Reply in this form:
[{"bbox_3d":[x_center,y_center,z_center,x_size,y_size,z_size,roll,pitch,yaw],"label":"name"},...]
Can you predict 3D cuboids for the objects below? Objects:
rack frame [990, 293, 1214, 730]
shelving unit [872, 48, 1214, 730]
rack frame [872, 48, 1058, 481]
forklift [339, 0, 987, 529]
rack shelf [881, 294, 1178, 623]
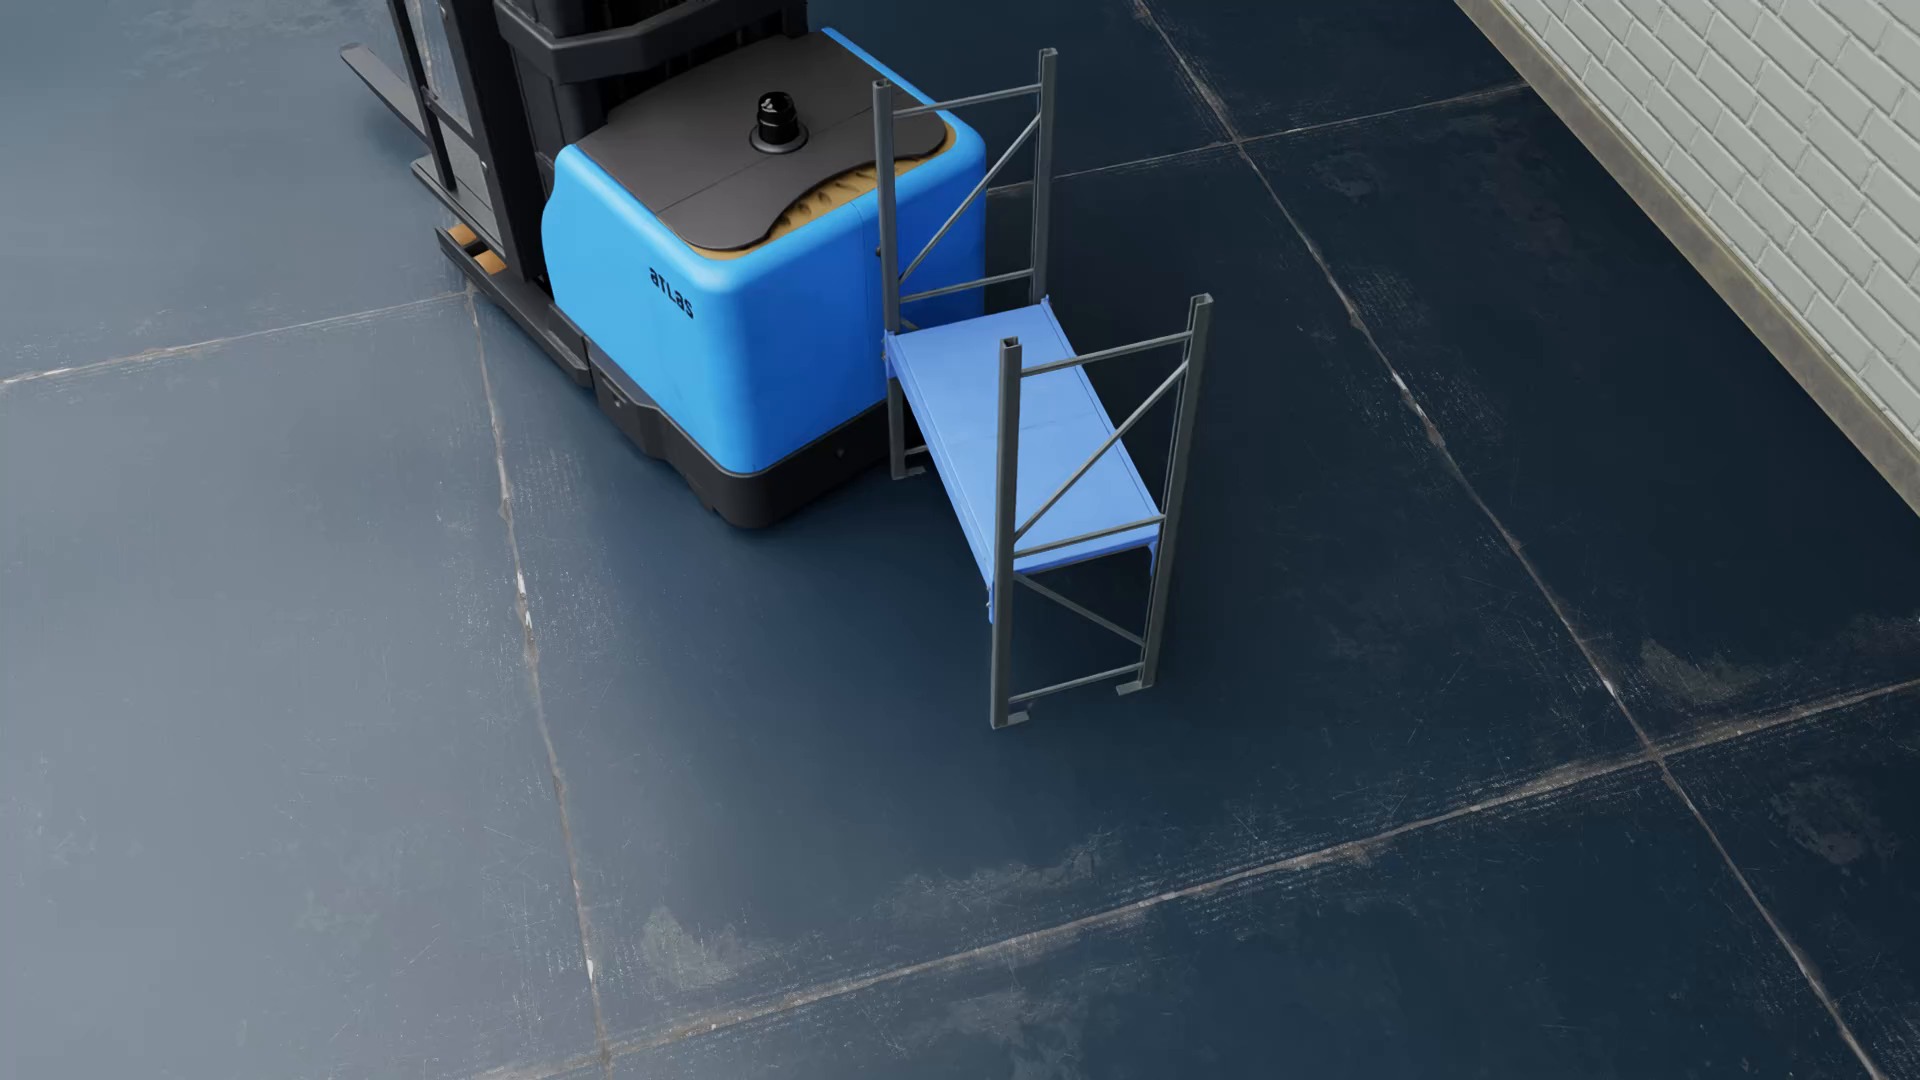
[{"bbox_3d":[0.329,-0.005,4.274,0.500,1.500,0.032,-14,51,-11],"label":"rack frame"},{"bbox_3d":[0.173,-0.375,4.585,0.538,1.500,1.048,-14,51,-11],"label":"shelving unit"},{"bbox_3d":[0.016,-0.745,4.897,0.500,1.500,0.032,-14,51,-11],"label":"rack frame"},{"bbox_3d":[-1.240,-2.042,5.055,1.130,2.935,3.031,-33,57,-25],"label":"forklift"},{"bbox_3d":[0.173,-0.259,4.723,0.538,0.185,1.000,-14,51,-11],"label":"rack shelf"}]
